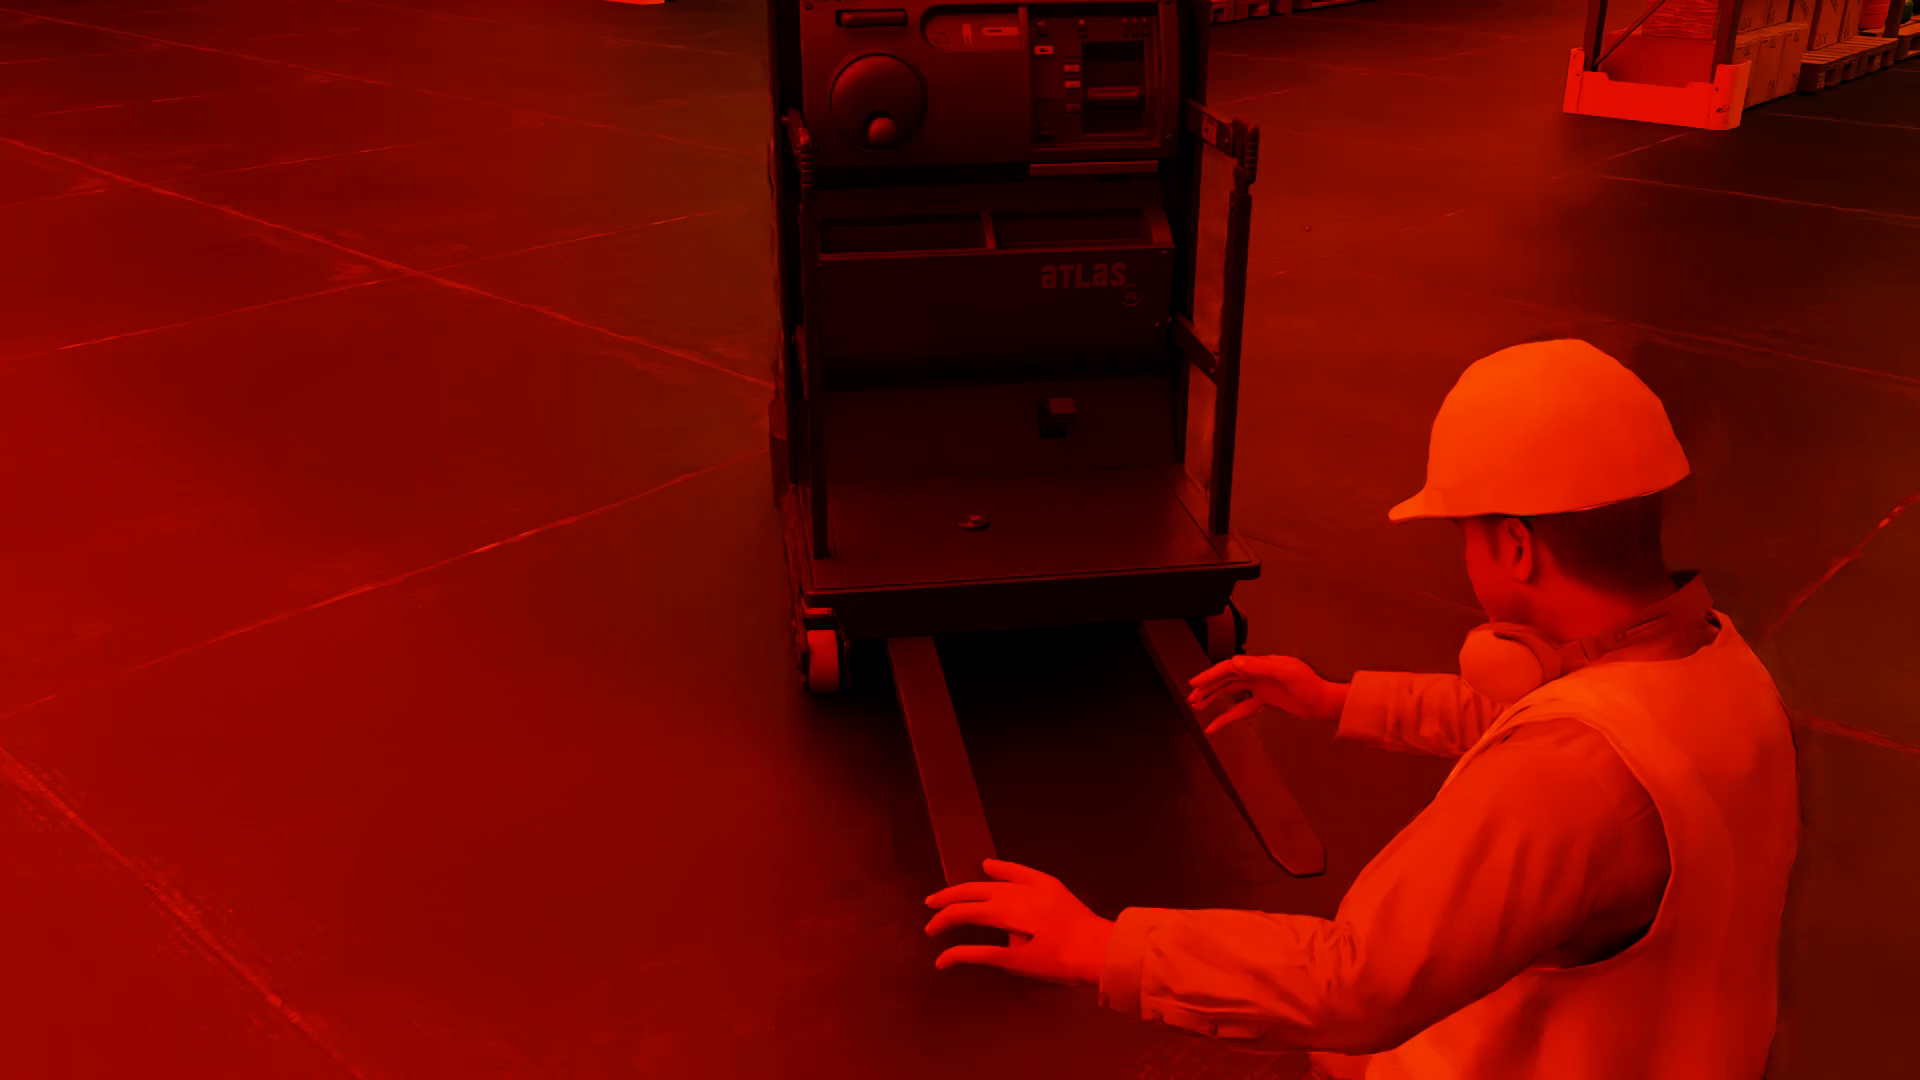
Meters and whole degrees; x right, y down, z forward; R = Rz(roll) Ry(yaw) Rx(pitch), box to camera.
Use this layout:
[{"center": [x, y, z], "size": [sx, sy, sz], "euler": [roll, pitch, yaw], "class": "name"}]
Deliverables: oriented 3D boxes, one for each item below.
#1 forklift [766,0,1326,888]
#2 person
[{"center": [0.112, -1.112, 3.863], "size": [1.130, 2.935, 3.031], "euler": [-3, 24, -8], "class": "forklift"}, {"center": [0.475, 0.529, 1.851], "size": [0.747, 1.547, 0.999], "euler": [19, 30, 36], "class": "person"}]
